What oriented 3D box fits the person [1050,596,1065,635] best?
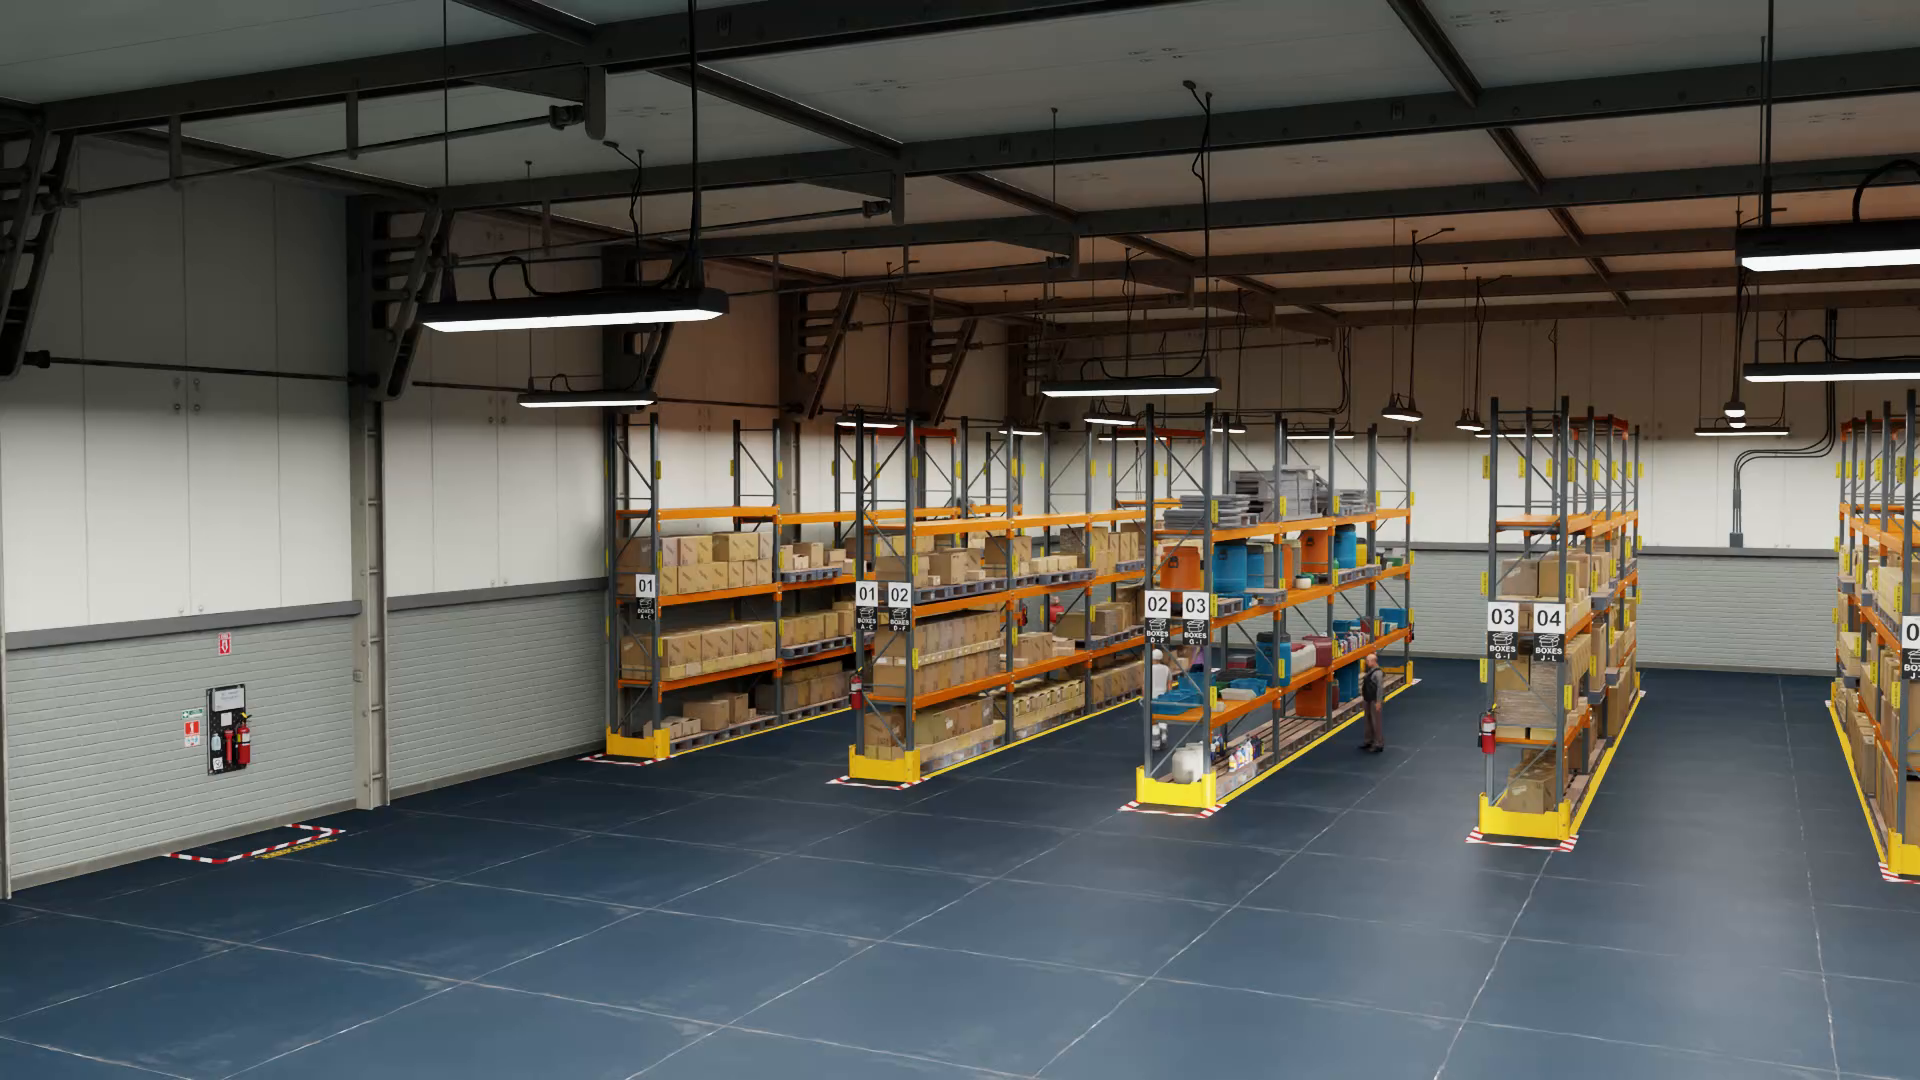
[{"bbox_3d":[2.526,2.328,43.984,0.701,1.640,0.987,-2,3,-42],"label":"person"}]

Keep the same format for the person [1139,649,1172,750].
[{"bbox_3d":[3.497,2.865,29.736,0.574,1.826,0.468,-1,2,-13],"label":"person"}]

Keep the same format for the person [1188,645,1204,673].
[{"bbox_3d":[5.113,2.698,35.886,0.485,1.592,0.429,-2,3,-40],"label":"person"}]

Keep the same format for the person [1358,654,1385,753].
[{"bbox_3d":[7.352,2.895,29.663,0.412,1.715,0.590,0,2,-7],"label":"person"}]
